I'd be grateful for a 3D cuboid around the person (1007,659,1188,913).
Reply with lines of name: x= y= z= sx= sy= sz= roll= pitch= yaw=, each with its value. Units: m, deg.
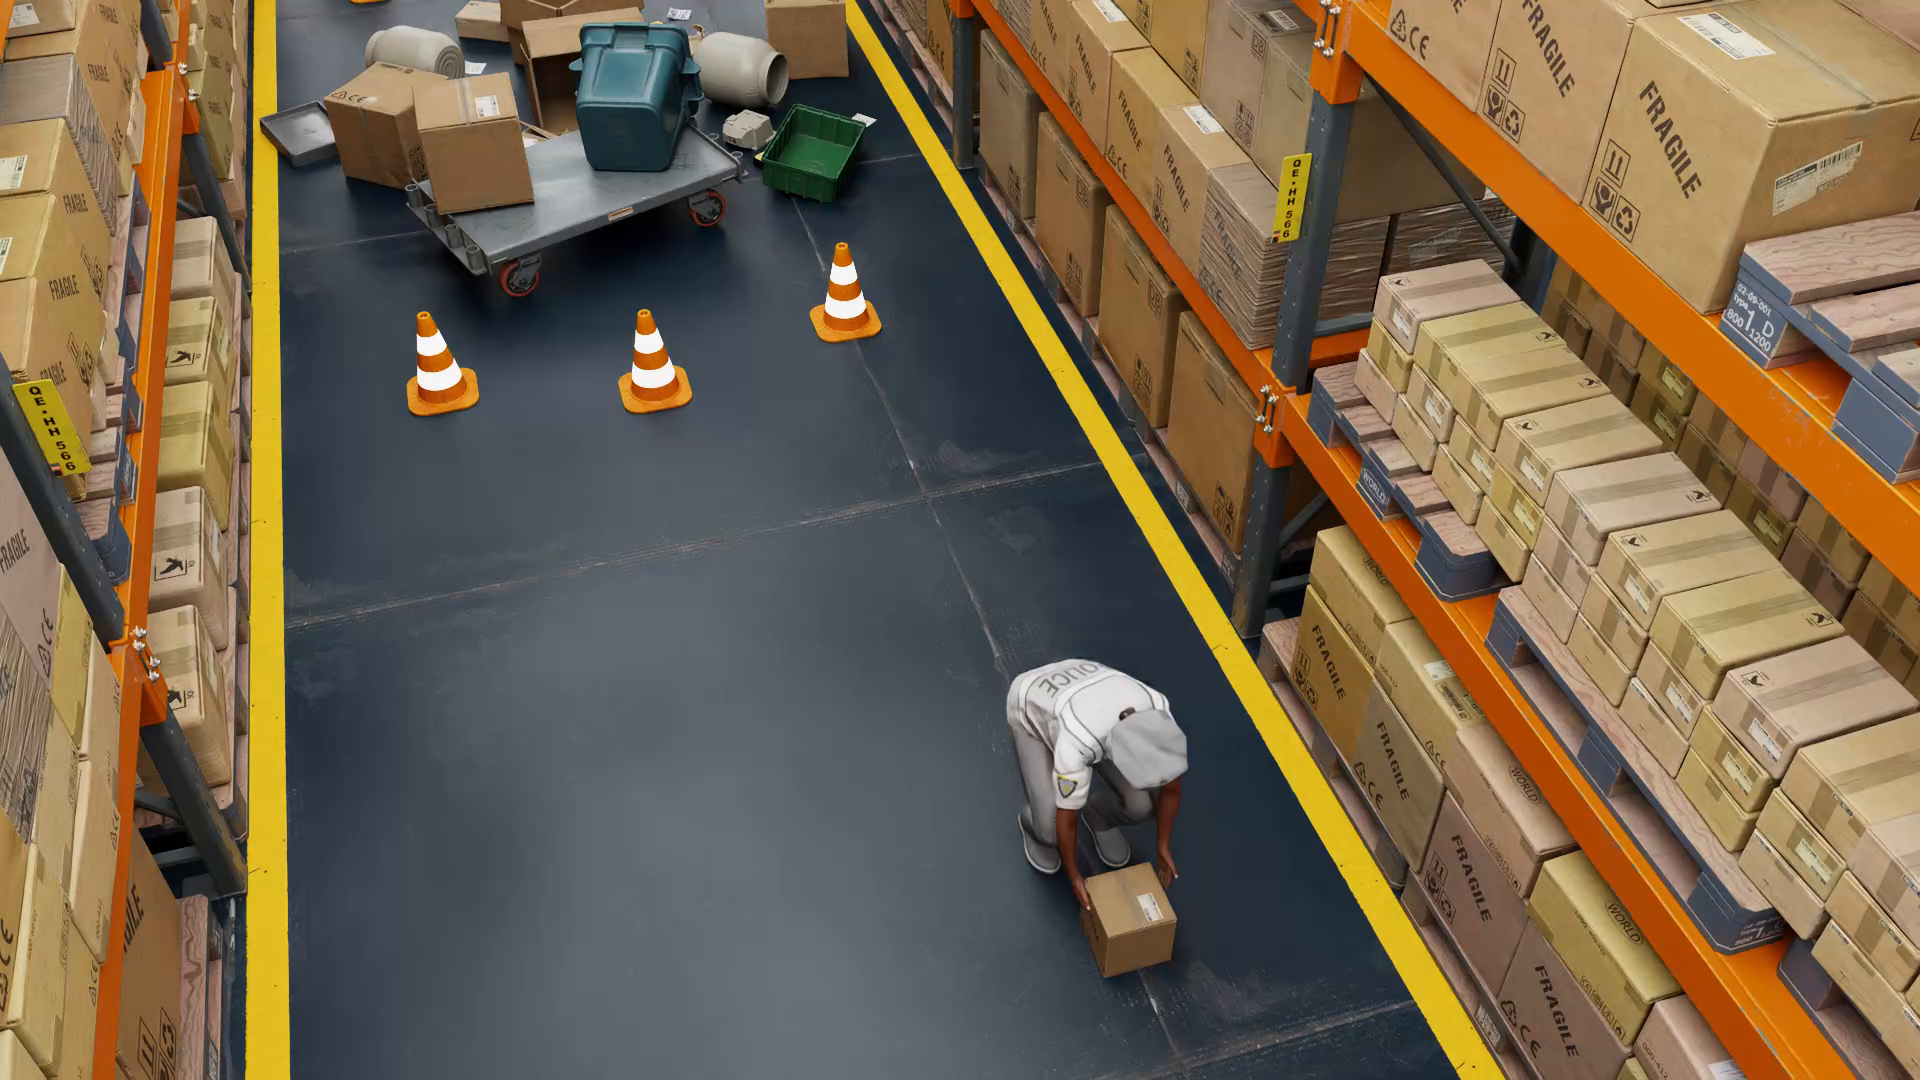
person: x=0.474 y=0.795 z=5.764 sx=0.493 sy=1.034 sz=0.845 roll=-12 pitch=44 yaw=-13
